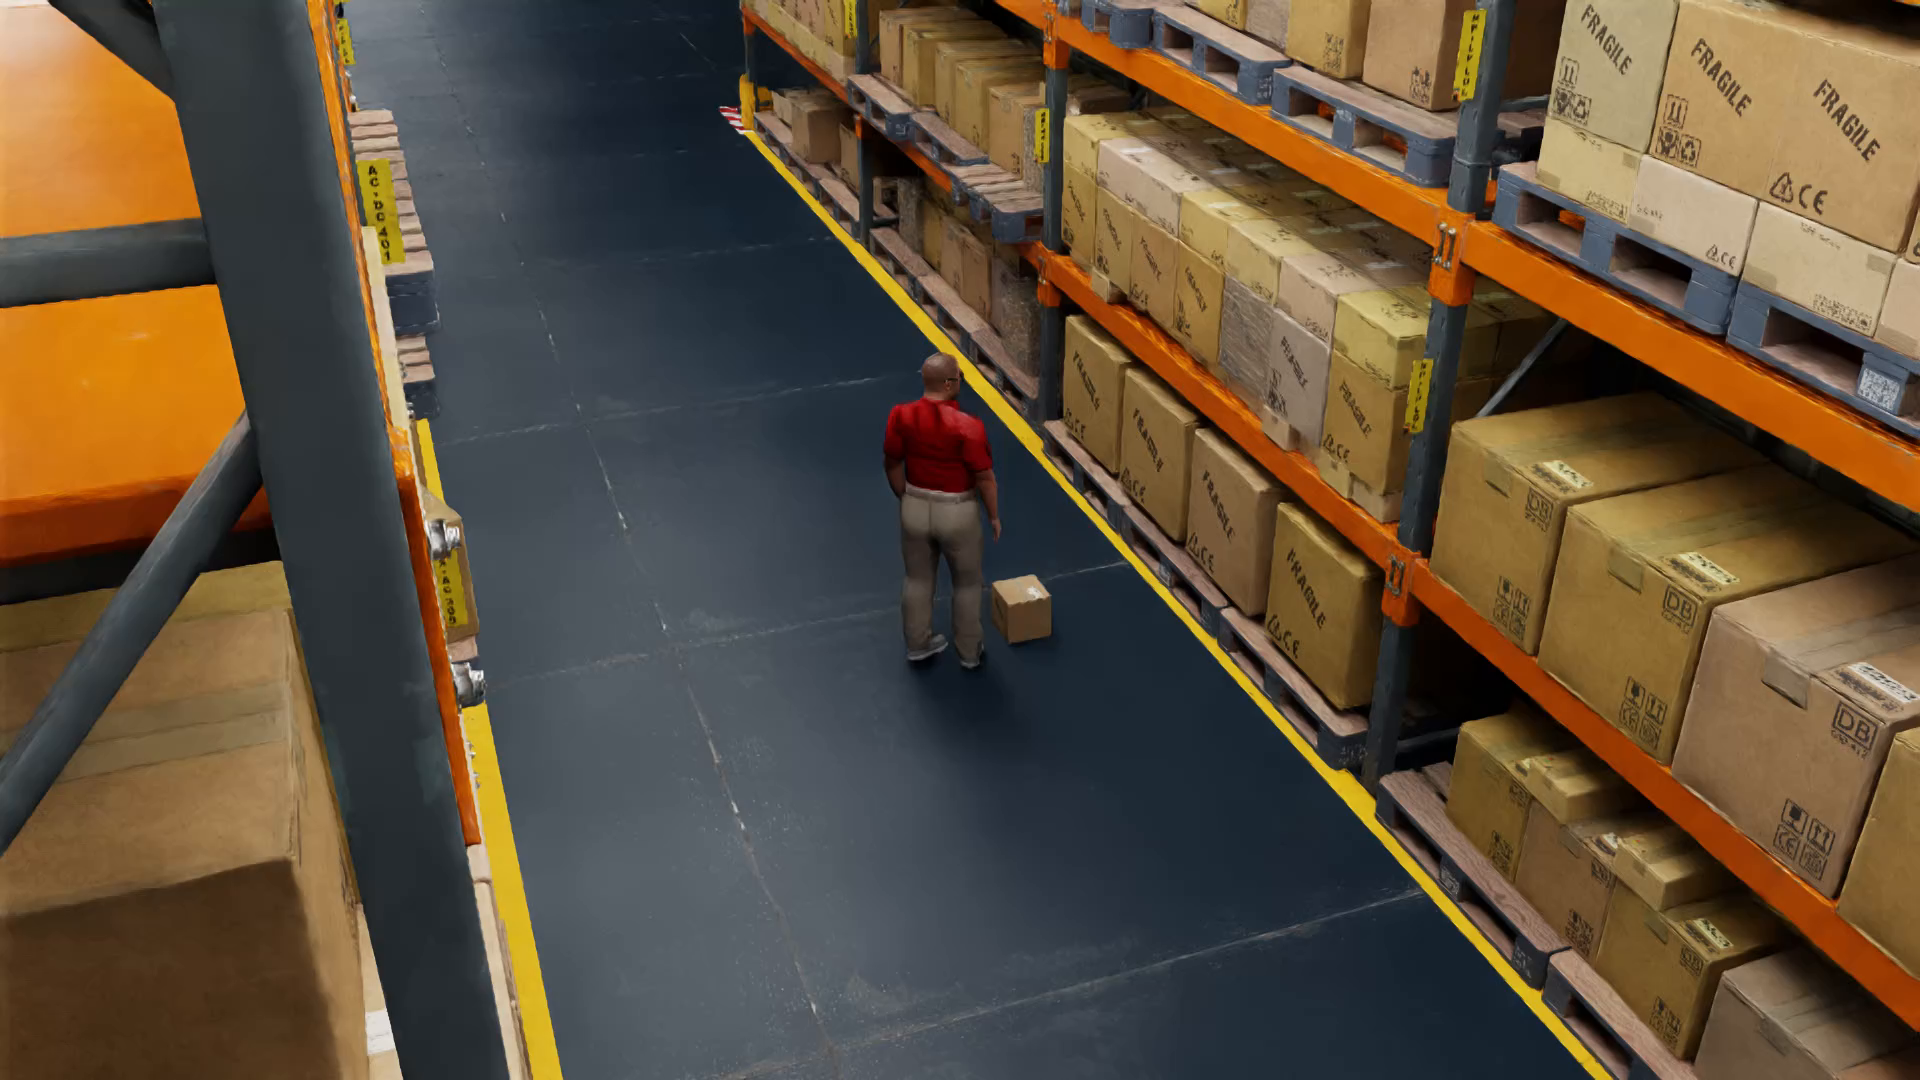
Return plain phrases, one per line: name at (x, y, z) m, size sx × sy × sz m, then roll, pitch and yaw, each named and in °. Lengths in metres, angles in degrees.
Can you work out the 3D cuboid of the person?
person at (-0.072, -0.125, 8.371) m, size 0.588 × 1.783 × 0.431 m, roll 12°, pitch 32°, yaw 20°
